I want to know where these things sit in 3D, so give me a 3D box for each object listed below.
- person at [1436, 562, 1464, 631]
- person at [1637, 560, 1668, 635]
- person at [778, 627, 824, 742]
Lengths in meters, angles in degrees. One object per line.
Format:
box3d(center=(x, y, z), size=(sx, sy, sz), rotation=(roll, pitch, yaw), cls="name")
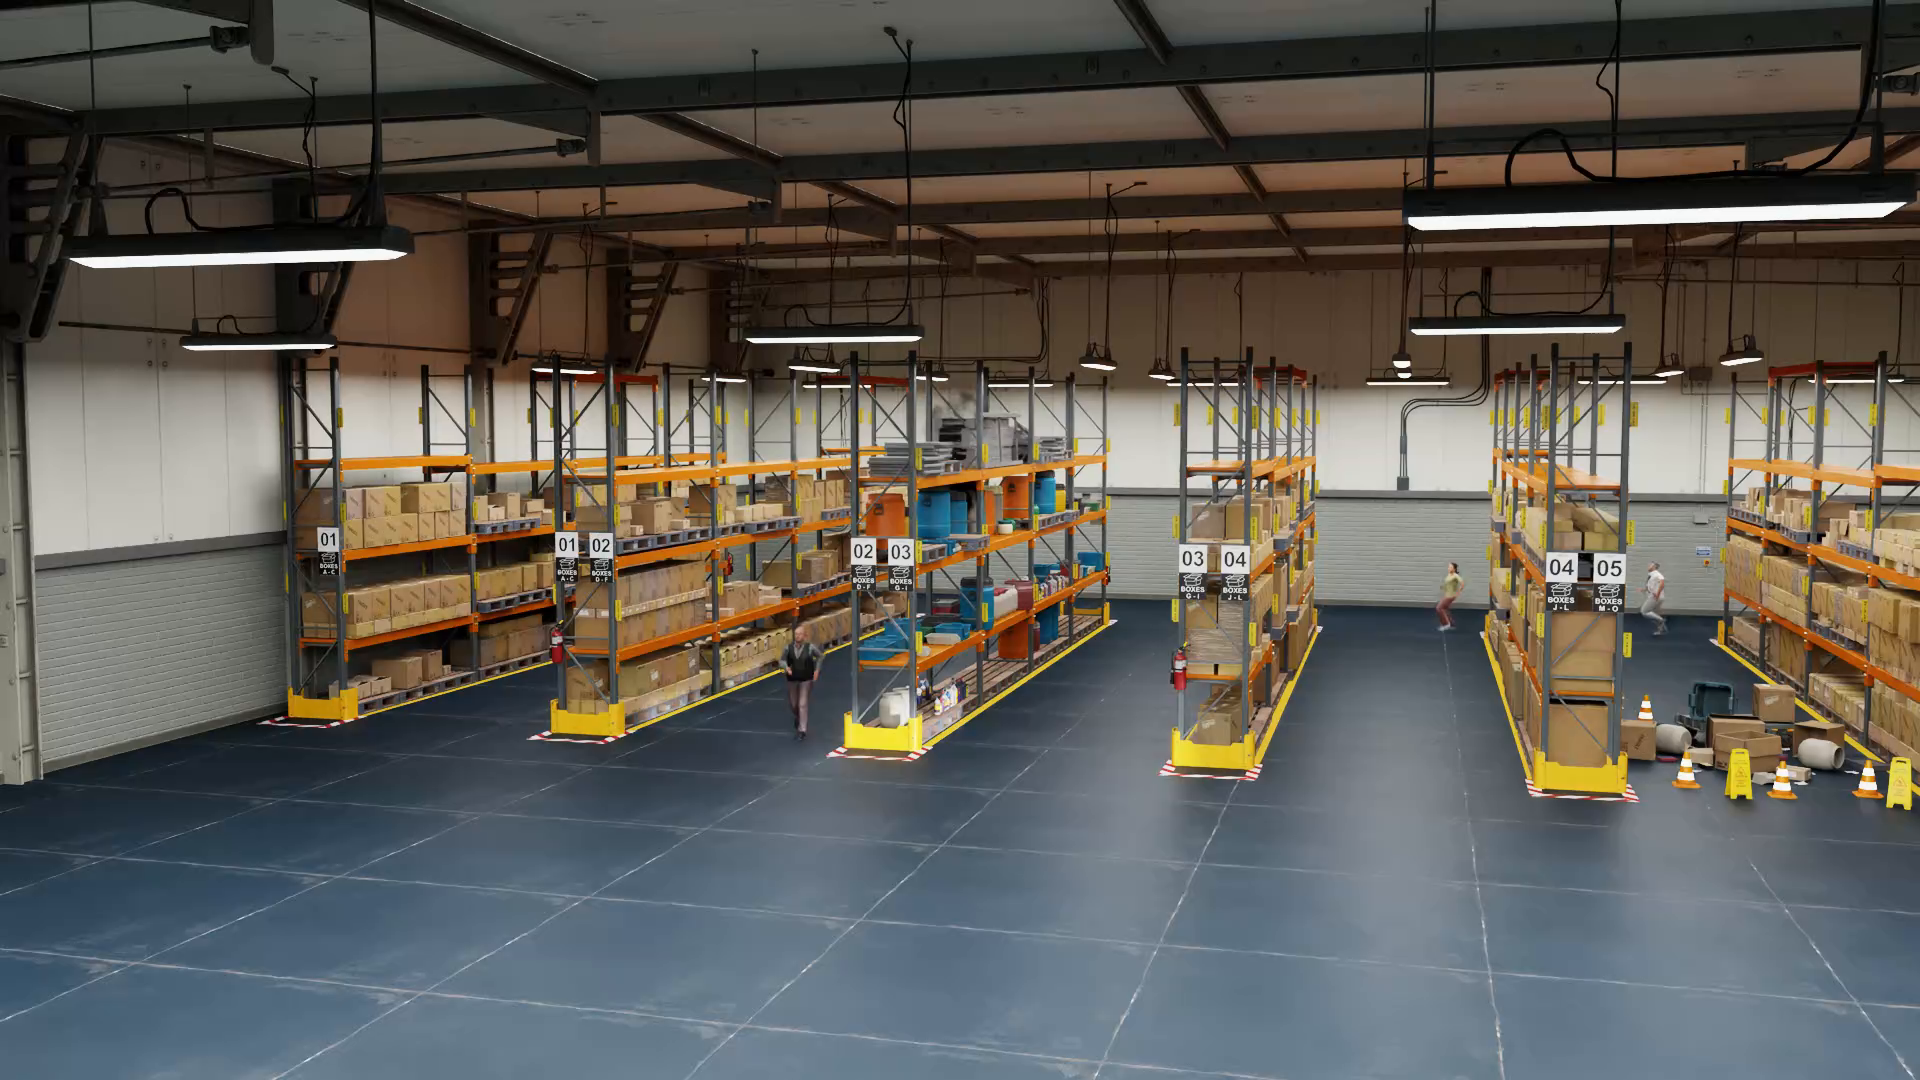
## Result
box3d(center=(11.473, 1.336, 39.059), size=(0.590, 1.638, 0.594), rotation=(0, 4, 2), cls="person")
box3d(center=(15.982, 1.321, 38.366), size=(0.694, 1.743, 0.695), rotation=(2, 5, 25), cls="person")
box3d(center=(-2.505, 2.232, 26.129), size=(0.699, 1.733, 0.911), rotation=(1, 4, 7), cls="person")
